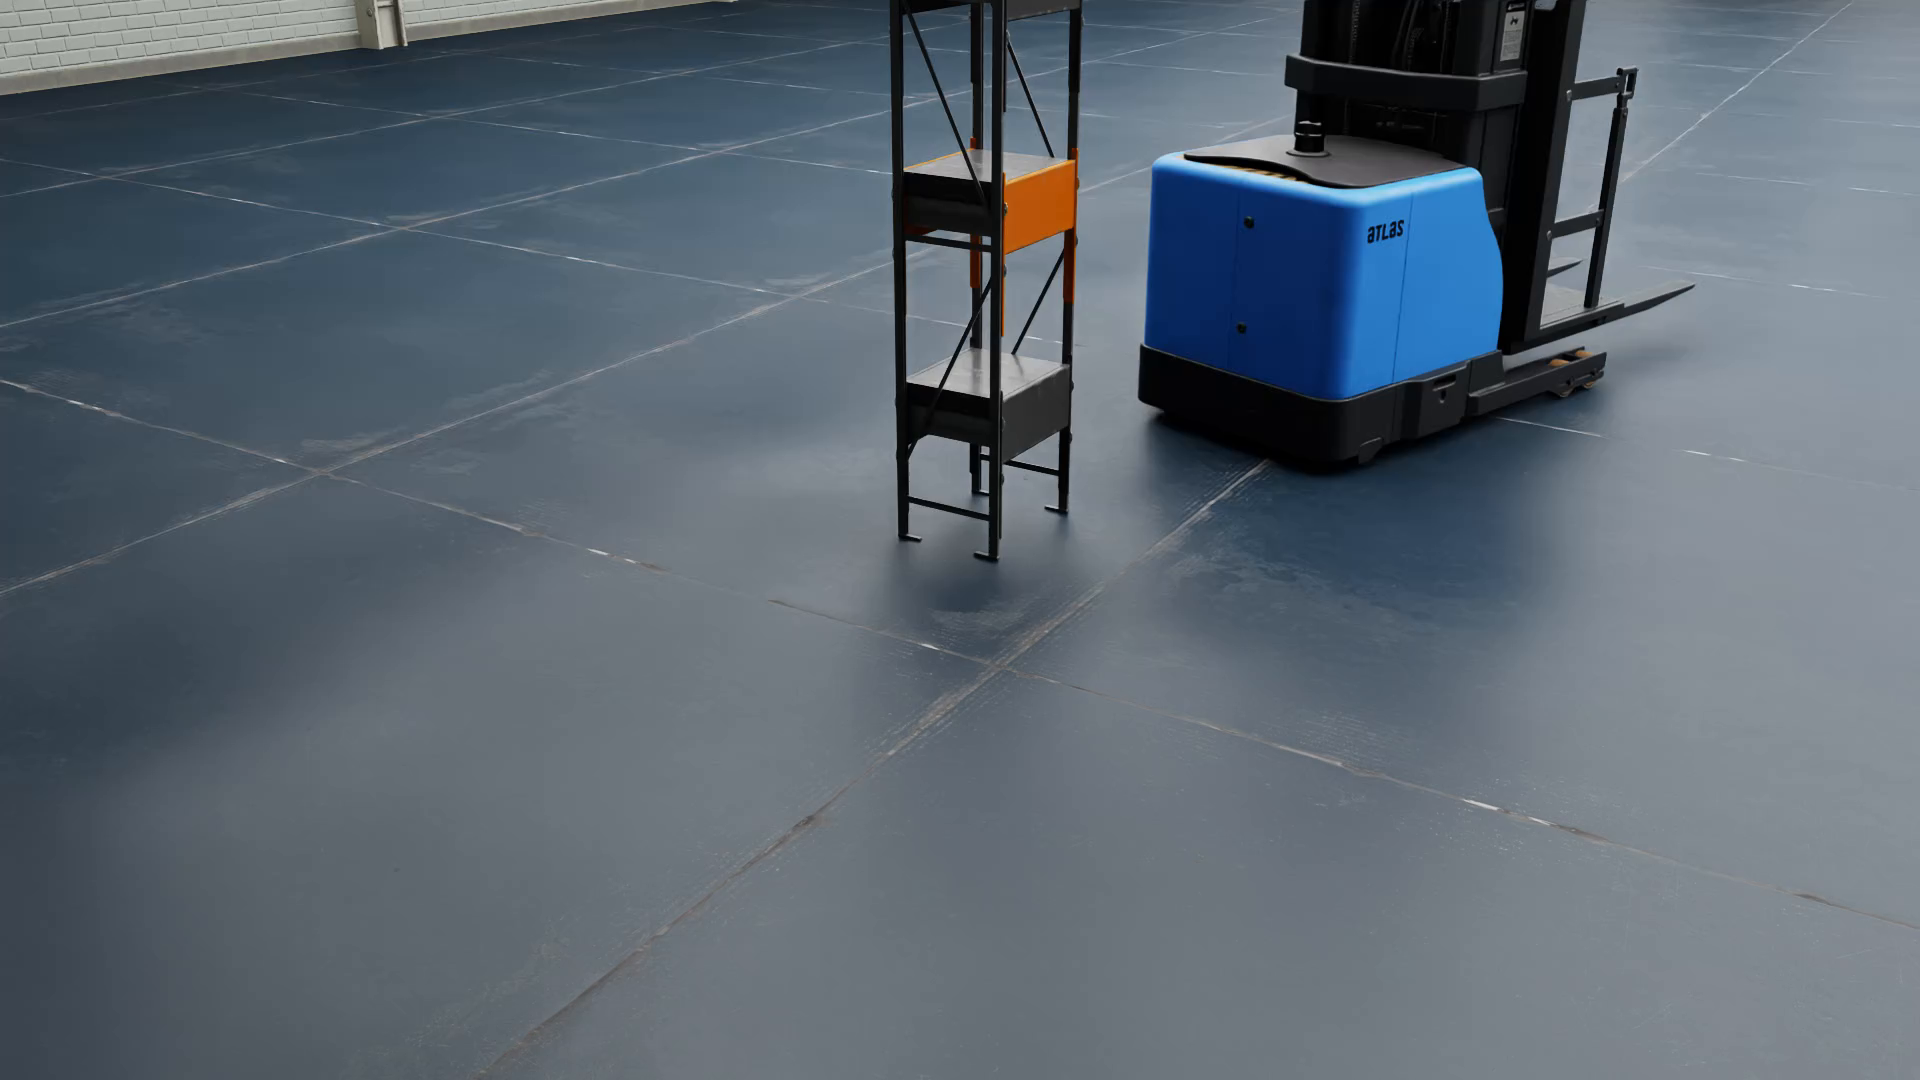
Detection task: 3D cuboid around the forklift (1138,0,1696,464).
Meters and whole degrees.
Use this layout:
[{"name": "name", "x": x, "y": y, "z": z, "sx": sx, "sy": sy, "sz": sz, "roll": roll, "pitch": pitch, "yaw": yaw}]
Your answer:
[{"name": "forklift", "x": 2.196, "y": -2.101, "z": 6.914, "sx": 3.031, "sy": 2.935, "sz": 1.130, "roll": -18, "pitch": 29, "yaw": -36}]

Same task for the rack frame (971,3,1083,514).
[{"name": "rack frame", "x": 0.216, "y": -1.102, "z": 5.652, "sx": 0.400, "sy": 2.100, "sz": 0.015, "roll": 14, "pitch": 27, "yaw": 29}]

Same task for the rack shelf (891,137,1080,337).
[{"name": "rack shelf", "x": 0.087, "y": -1.007, "z": 5.467, "sx": 0.431, "sy": 0.518, "sz": 0.480, "roll": 14, "pitch": 27, "yaw": 29}]

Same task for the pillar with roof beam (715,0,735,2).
[{"name": "pillar with roof beam", "x": 0.490, "y": -10.680, "z": 19.094, "sx": 9.100, "sy": 9.000, "sz": 0.400, "roll": 14, "pitch": 27, "yaw": 29}]

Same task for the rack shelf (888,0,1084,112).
[{"name": "rack shelf", "x": 0.087, "y": -1.649, "z": 5.189, "sx": 0.431, "sy": 0.518, "sz": 0.480, "roll": 14, "pitch": 27, "yaw": 29}]

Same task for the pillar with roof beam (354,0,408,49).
[{"name": "pillar with roof beam", "x": -2.675, "y": -8.655, "z": 14.416, "sx": 9.100, "sy": 9.000, "sz": 0.400, "roll": 14, "pitch": 27, "yaw": 29}]

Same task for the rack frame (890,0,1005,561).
[{"name": "rack frame", "x": -0.041, "y": -0.937, "z": 5.272, "sx": 0.400, "sy": 2.100, "sz": 0.015, "roll": 14, "pitch": 27, "yaw": 29}]

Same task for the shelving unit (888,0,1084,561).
[{"name": "shelving unit", "x": 0.087, "y": -1.019, "z": 5.462, "sx": 0.431, "sy": 2.100, "sz": 0.503, "roll": 14, "pitch": 27, "yaw": 29}]

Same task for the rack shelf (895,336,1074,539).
[{"name": "rack shelf", "x": 0.087, "y": -0.365, "z": 5.745, "sx": 0.431, "sy": 0.518, "sz": 0.480, "roll": 14, "pitch": 27, "yaw": 29}]
